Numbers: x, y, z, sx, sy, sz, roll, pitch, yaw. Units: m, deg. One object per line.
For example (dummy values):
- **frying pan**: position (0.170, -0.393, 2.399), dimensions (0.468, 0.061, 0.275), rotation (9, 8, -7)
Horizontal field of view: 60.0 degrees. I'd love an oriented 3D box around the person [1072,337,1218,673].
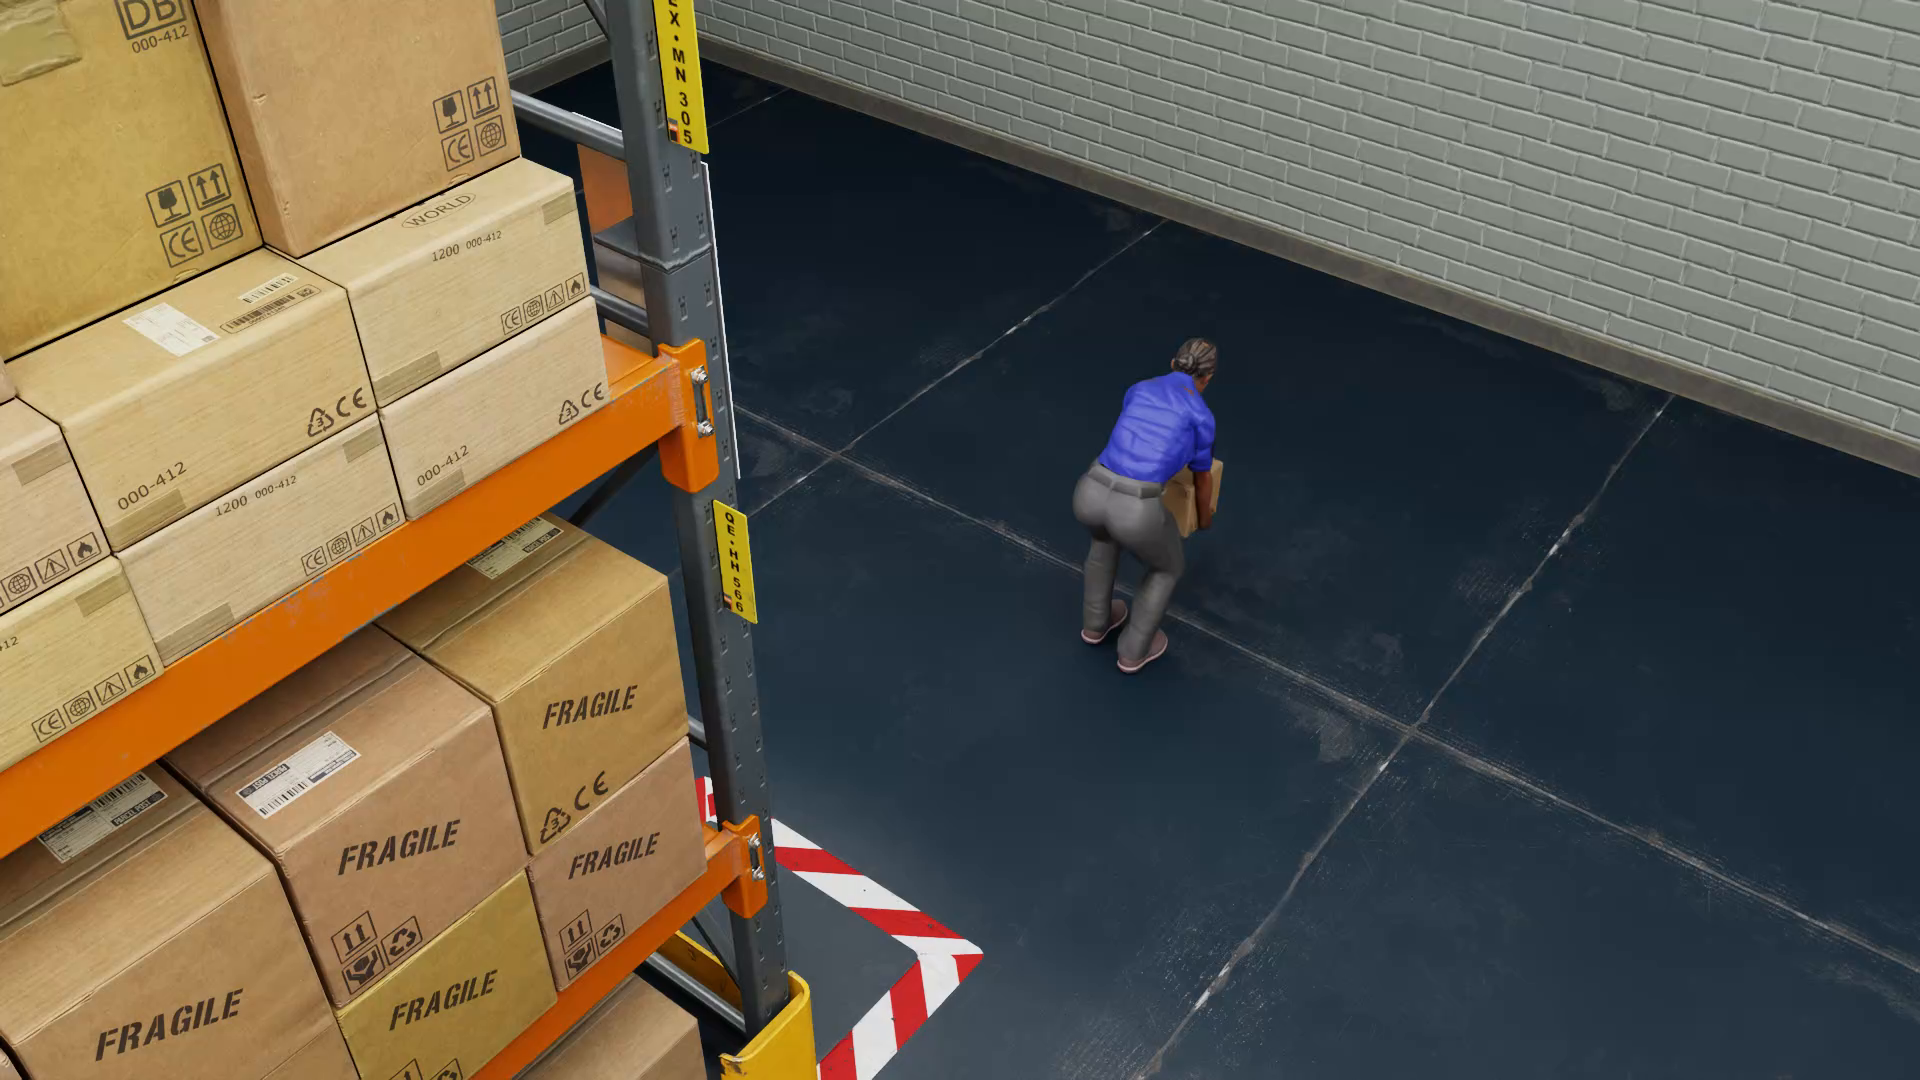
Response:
- **person**: position (0.764, -0.131, 6.670), dimensions (0.426, 1.221, 0.824), rotation (24, 45, 27)
